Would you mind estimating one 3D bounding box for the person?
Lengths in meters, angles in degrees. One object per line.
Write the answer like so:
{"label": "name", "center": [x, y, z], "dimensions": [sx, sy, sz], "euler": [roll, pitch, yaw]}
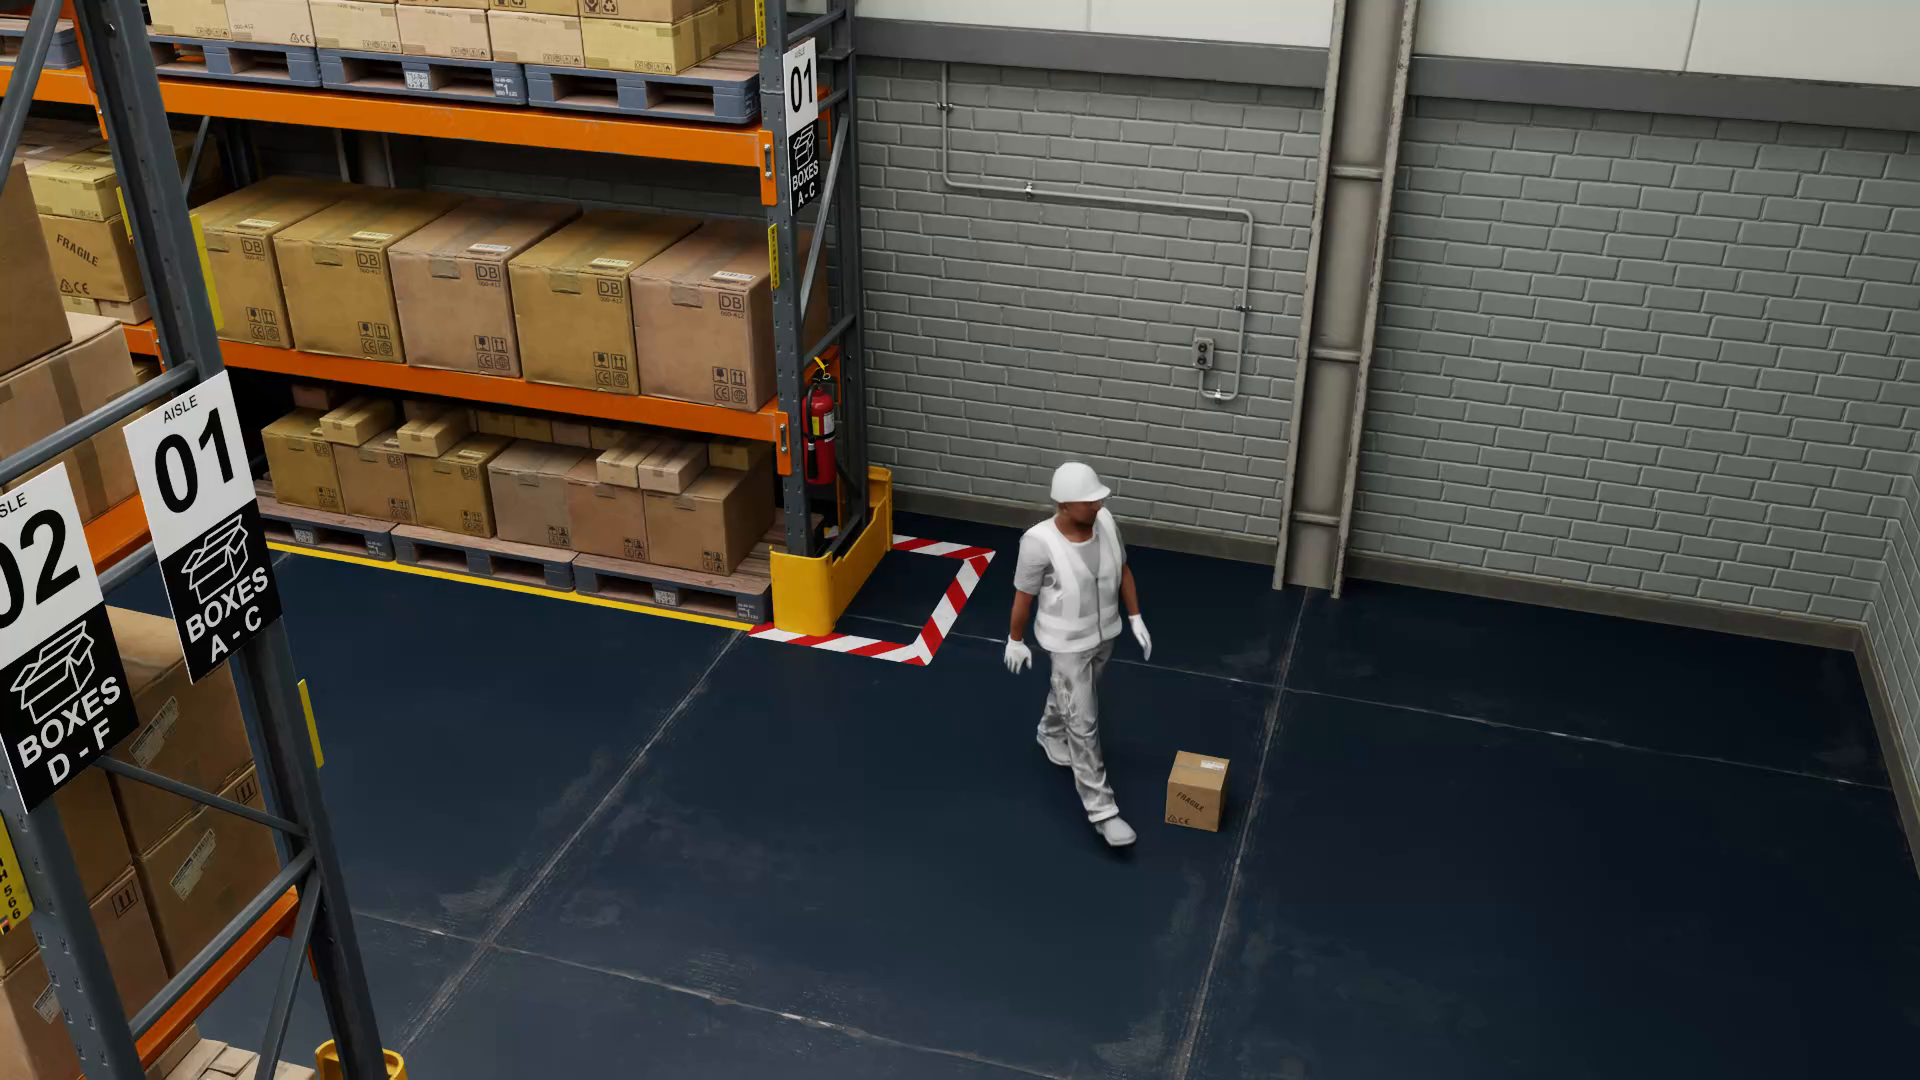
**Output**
{"label": "person", "center": [0.625, 0.476, 7.637], "dimensions": [0.593, 1.727, 0.995], "euler": [-21, 35, -33]}
